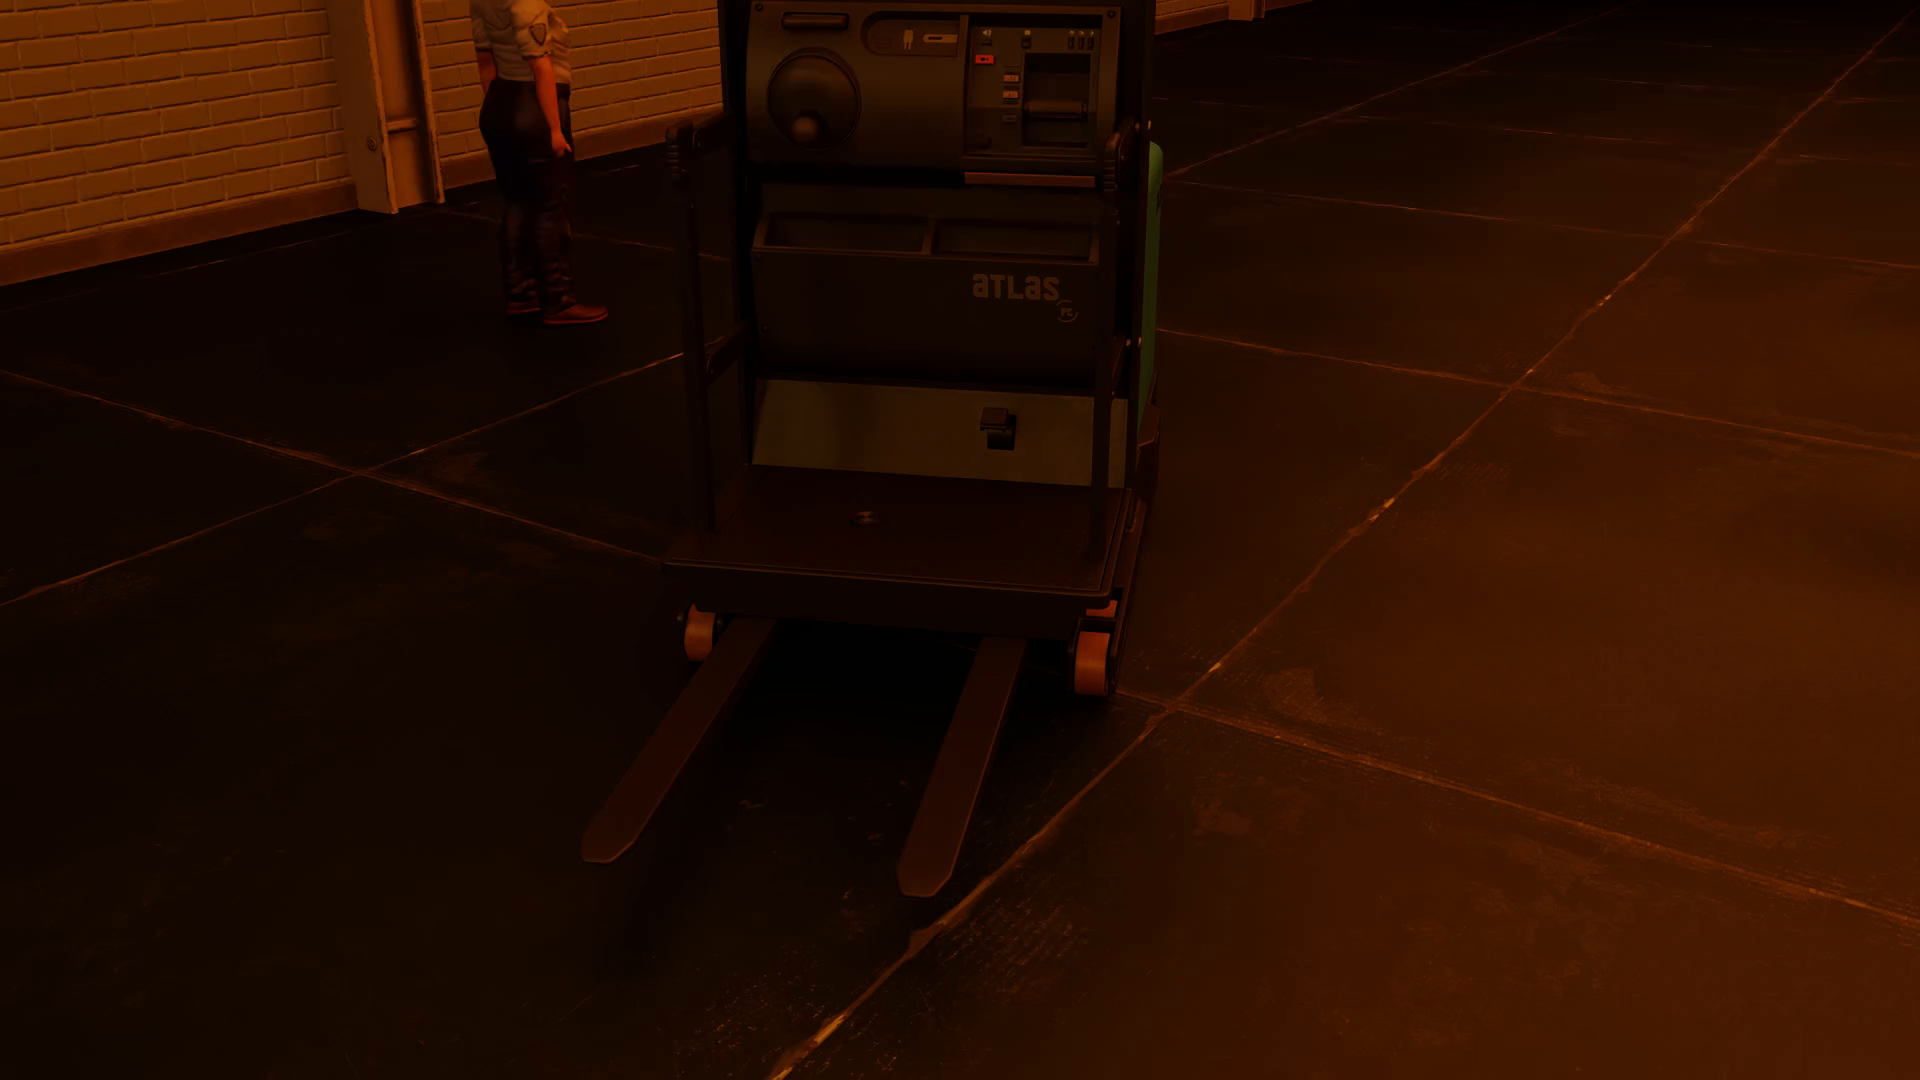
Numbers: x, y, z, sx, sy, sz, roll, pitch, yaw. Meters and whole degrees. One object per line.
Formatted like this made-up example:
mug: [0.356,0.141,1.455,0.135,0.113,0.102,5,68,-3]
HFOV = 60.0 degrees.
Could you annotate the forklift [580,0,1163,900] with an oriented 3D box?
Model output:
forklift: [-0.108,-1.111,3.912,1.130,2.935,3.031,4,24,9]

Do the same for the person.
person: [-1.809,-1.744,7.024,0.479,1.653,0.348,21,31,40]
